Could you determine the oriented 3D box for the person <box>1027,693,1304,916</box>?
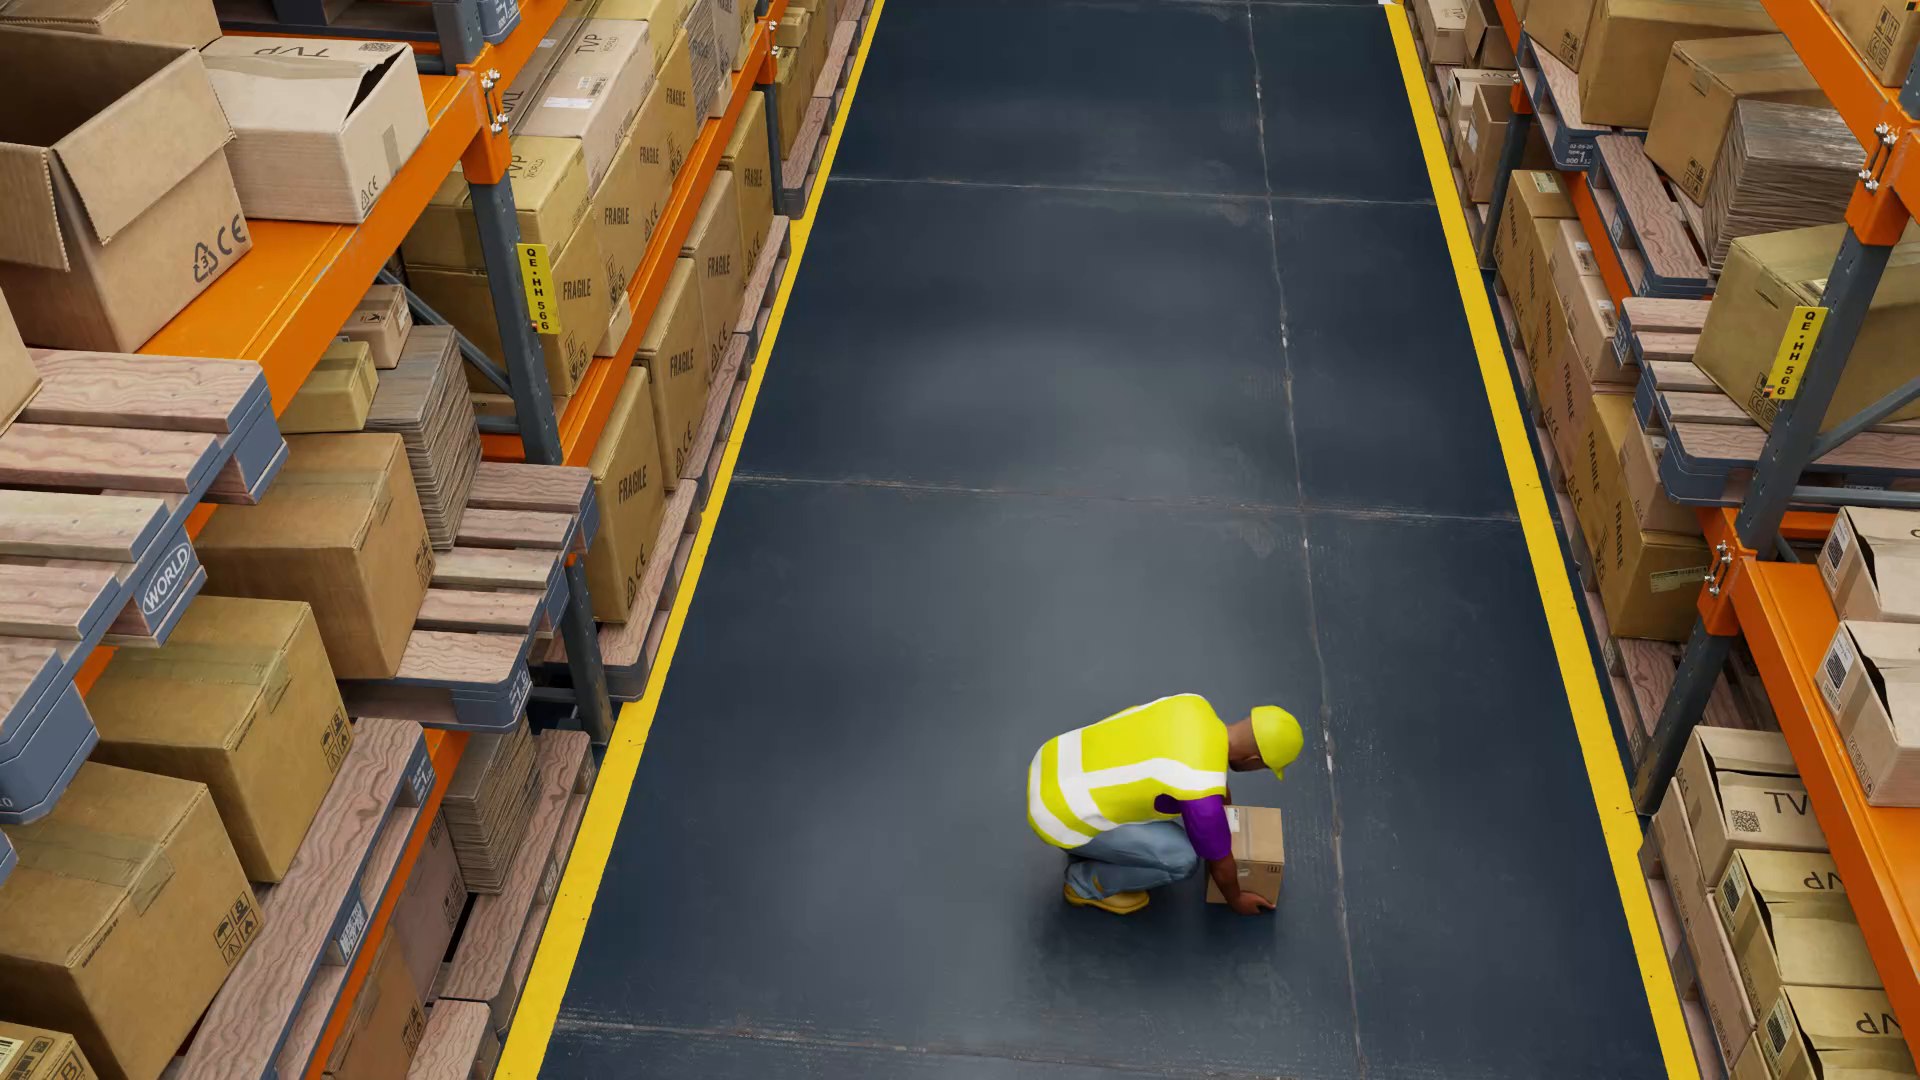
[{"bbox_3d":[0.700,0.925,5.856,0.928,0.893,0.544,3,40,3],"label":"person"}]
